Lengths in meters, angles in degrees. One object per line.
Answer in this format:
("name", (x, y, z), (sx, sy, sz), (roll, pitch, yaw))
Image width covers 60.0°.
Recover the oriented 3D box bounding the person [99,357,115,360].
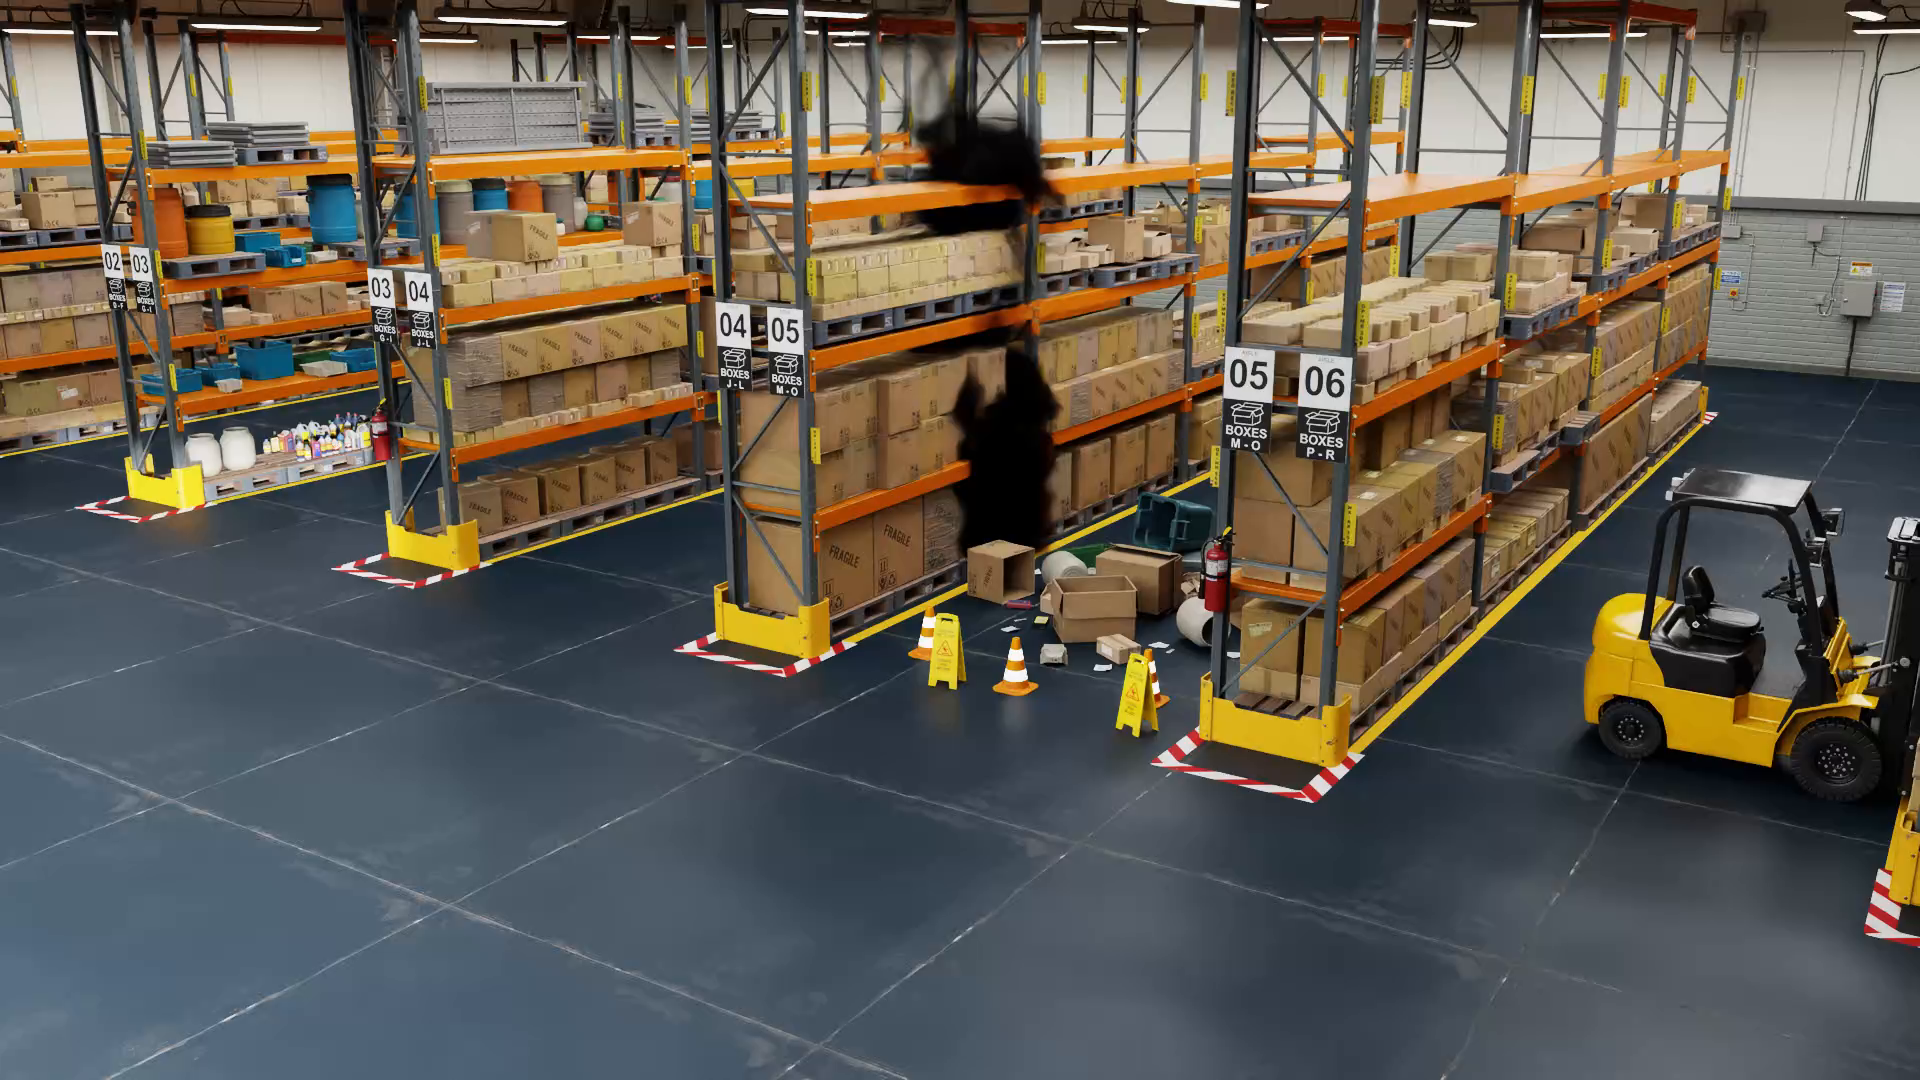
("person", (-13.896, -3.040, 27.114), (0.561, 1.618, 0.593), (7, 17, 25))
